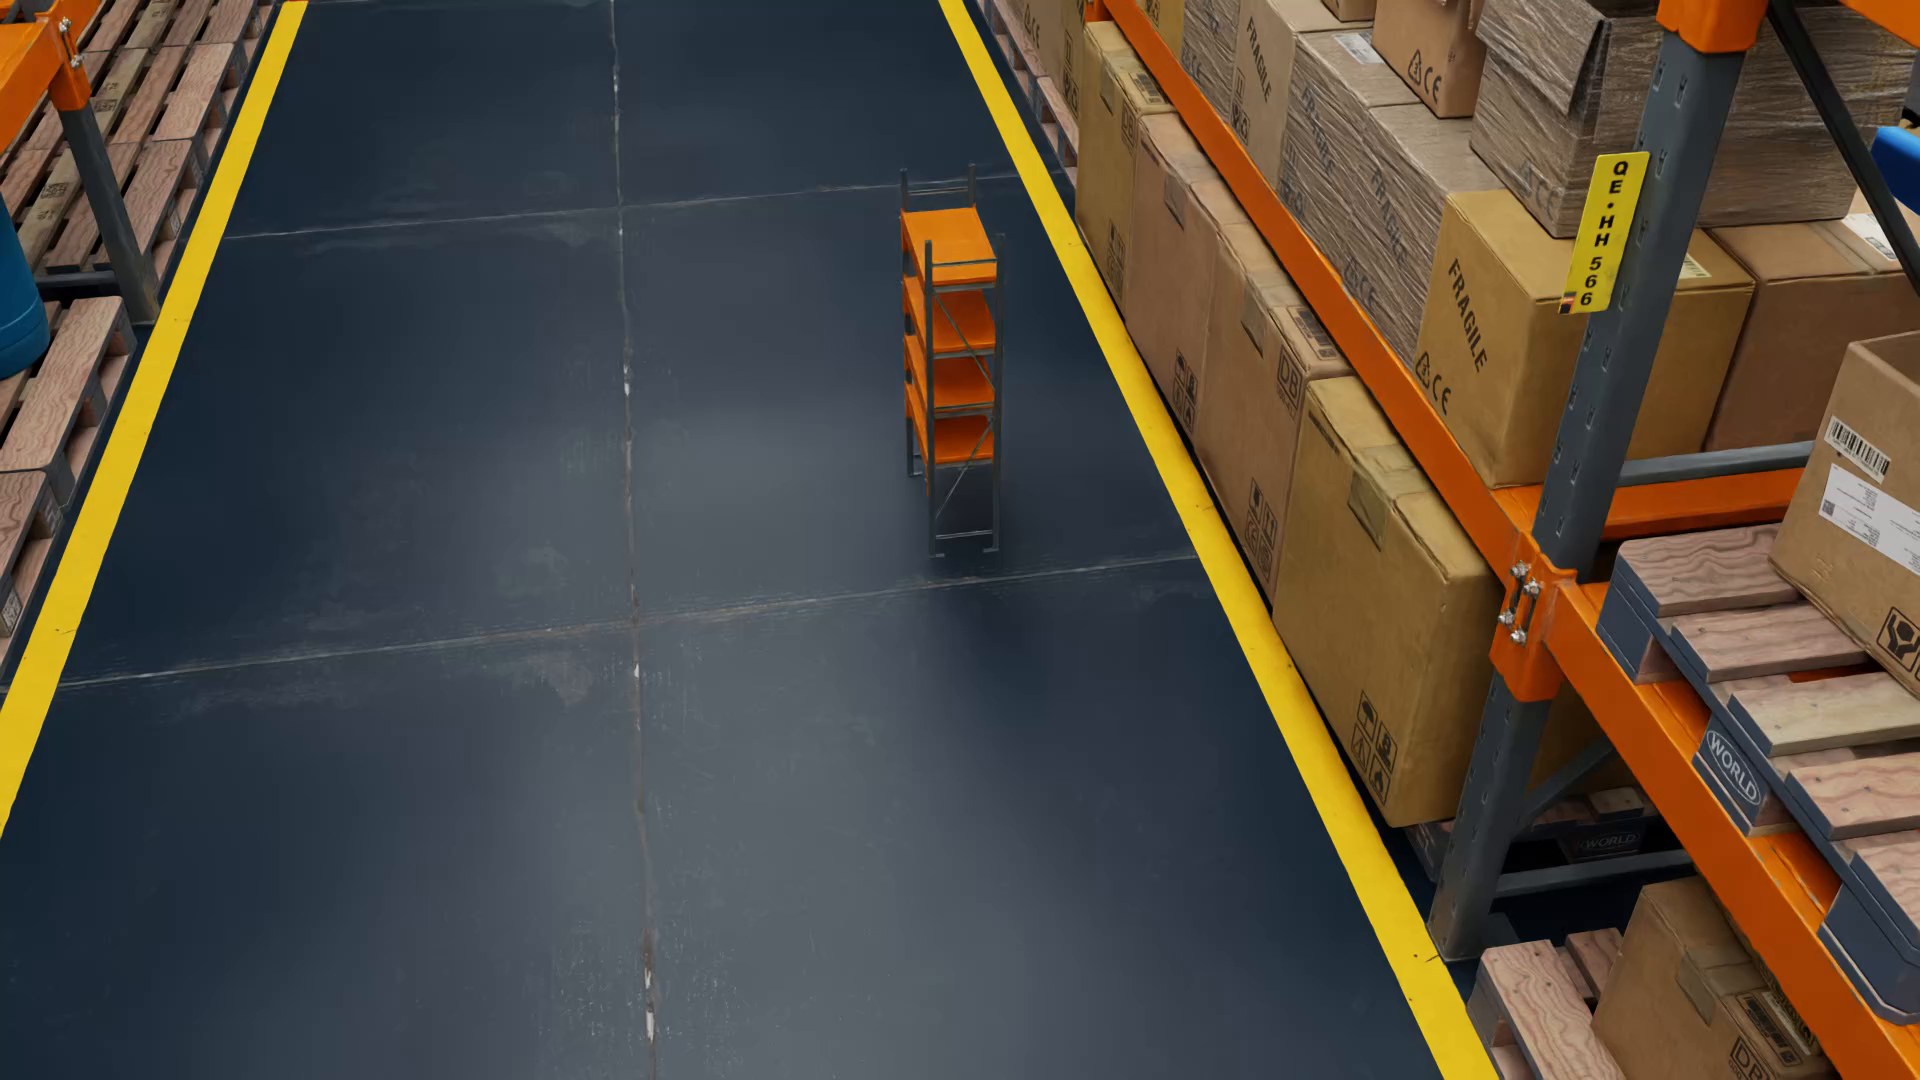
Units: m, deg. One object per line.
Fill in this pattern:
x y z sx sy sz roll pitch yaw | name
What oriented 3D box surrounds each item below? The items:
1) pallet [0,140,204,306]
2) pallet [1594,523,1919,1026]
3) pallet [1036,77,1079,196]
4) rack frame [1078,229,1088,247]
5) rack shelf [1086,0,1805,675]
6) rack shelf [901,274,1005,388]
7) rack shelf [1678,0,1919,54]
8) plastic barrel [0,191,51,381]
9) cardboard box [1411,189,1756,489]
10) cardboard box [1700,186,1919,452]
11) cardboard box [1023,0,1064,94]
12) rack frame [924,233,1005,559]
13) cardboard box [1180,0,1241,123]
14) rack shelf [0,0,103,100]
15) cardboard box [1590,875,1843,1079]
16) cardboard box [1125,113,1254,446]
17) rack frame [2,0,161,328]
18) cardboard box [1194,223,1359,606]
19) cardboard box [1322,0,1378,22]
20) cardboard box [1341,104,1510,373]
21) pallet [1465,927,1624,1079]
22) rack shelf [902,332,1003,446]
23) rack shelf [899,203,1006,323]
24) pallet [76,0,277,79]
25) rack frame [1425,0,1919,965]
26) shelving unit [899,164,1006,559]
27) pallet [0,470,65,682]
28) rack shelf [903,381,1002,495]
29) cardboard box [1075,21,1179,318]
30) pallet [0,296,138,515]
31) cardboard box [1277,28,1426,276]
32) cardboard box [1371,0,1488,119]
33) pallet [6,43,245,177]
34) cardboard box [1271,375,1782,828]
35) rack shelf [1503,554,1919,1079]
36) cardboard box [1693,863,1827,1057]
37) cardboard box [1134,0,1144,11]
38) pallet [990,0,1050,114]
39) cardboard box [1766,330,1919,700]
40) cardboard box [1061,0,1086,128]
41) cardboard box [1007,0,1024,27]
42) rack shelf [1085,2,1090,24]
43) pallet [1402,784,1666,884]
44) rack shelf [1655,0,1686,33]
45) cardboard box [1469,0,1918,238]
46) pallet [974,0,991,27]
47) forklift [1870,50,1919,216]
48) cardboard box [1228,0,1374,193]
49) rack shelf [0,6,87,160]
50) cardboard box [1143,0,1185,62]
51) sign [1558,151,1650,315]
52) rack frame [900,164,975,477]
-4.005 -1.392 7.370 1.003 0.211 1.213 -6 38 -8 | pallet
1.970 0.324 3.044 1.213 0.211 1.003 -6 38 -8 | pallet
0.982 -1.953 8.092 1.003 0.211 1.213 -6 38 -8 | pallet
1.039 -2.586 6.634 1.000 3.000 0.127 -6 38 -8 | rack frame
1.389 -1.094 5.300 1.077 0.370 4.000 -6 38 -8 | rack shelf
-0.029 -0.697 5.415 0.258 0.148 0.480 -6 38 -8 | rack shelf
2.091 0.137 1.270 1.077 0.370 4.000 -6 38 -8 | rack shelf
-3.759 -1.060 6.038 0.600 0.901 0.708 -6 38 -8 | plastic barrel
1.410 -0.481 3.843 0.500 0.500 0.500 -5 38 -7 | cardboard box
1.923 -0.533 3.909 0.500 0.500 0.500 -5 38 -7 | cardboard box
0.844 -2.864 8.381 0.875 0.875 0.875 -6 38 -8 | cardboard box
0.014 -0.426 5.321 0.240 1.200 0.015 -6 38 -8 | rack frame
1.050 -1.715 5.431 0.500 0.500 0.500 -7 38 -9 | cardboard box
-4.188 -2.977 7.724 1.077 0.370 4.000 -6 38 -8 | rack shelf
1.877 1.046 3.638 0.700 0.500 0.500 -8 39 -10 | cardboard box
1.328 -0.989 5.968 1.225 0.875 0.875 -7 38 -10 | cardboard box
-3.838 -2.054 5.948 1.000 3.000 0.127 -6 38 -8 | rack frame
1.491 -0.455 5.281 1.225 0.875 0.875 -6 38 -8 | cardboard box
1.392 -1.848 4.784 0.797 0.503 0.637 -5 38 -6 | cardboard box
1.328 -0.783 4.231 0.500 0.500 0.500 -7 38 -8 | cardboard box
1.876 1.403 3.772 1.003 0.211 1.213 -6 38 -8 | pallet
-0.029 -0.521 5.552 0.258 0.148 0.480 -6 38 -8 | rack shelf
-0.029 -0.884 5.270 0.258 0.148 0.480 -6 38 -8 | rack shelf
-4.432 -2.866 9.267 1.003 0.211 1.213 -6 38 -8 | pallet
1.740 -0.170 3.524 1.000 3.000 0.127 -6 38 -8 | rack frame
-0.029 -0.574 5.511 0.258 1.200 0.503 -6 38 -8 | shelving unit
-3.526 0.257 5.248 1.003 0.211 1.213 -6 38 -8 | pallet
-0.029 -0.364 5.674 0.258 0.148 0.480 -6 38 -8 | rack shelf
1.171 -1.529 6.662 1.225 0.875 0.875 -6 38 -8 | cardboard box
-3.743 -0.482 6.198 1.003 0.211 1.213 -6 38 -8 | pallet
1.234 -1.096 4.635 0.500 0.500 0.500 -7 38 -9 | cardboard box
1.516 -1.443 4.263 0.797 0.503 0.637 -5 38 -7 | cardboard box
-4.222 -2.131 8.321 1.003 0.211 1.213 -6 38 -8 | pallet
1.640 0.084 4.587 1.225 0.875 0.875 -8 39 -10 | cardboard box
2.091 1.322 2.190 1.077 0.370 4.000 -6 38 -8 | rack shelf
1.887 0.748 3.409 0.500 0.250 0.500 -5 38 -6 | cardboard box
0.873 -2.321 6.211 0.500 0.500 0.500 -6 38 -8 | cardboard box
0.765 -2.691 9.042 1.003 0.211 1.213 -6 38 -8 | pallet
1.874 -0.054 2.950 0.500 0.500 0.500 -11 39 -14 | cardboard box
1.002 -2.320 7.681 0.875 0.875 0.875 -6 38 -8 | cardboard box
0.688 -3.401 9.073 0.875 0.875 0.875 -6 38 -8 | cardboard box
0.688 -3.510 8.410 1.077 0.370 4.000 -6 38 -8 | rack shelf
1.676 0.447 5.003 1.003 0.211 1.213 -6 38 -8 | pallet
1.389 -2.279 4.380 1.077 0.370 4.000 -6 38 -8 | rack shelf
1.628 -1.049 3.756 0.797 0.503 0.637 -5 38 -6 | cardboard box
0.555 -3.427 9.989 1.003 0.211 1.213 -6 38 -8 | pallet
4.655 -2.116 6.085 3.031 2.935 1.130 -12 39 -15 | forklift
1.145 -1.404 5.030 0.500 0.500 0.500 -6 38 -7 | cardboard box
-3.487 -0.561 4.614 1.077 0.370 4.000 -6 38 -8 | rack shelf
0.962 -2.017 5.820 0.500 0.500 0.500 -6 38 -8 | cardboard box
1.194 -0.566 3.090 0.100 0.325 0.005 -6 38 -8 | sign
-0.072 -0.721 5.700 0.240 1.200 0.015 -6 38 -8 | rack frame
